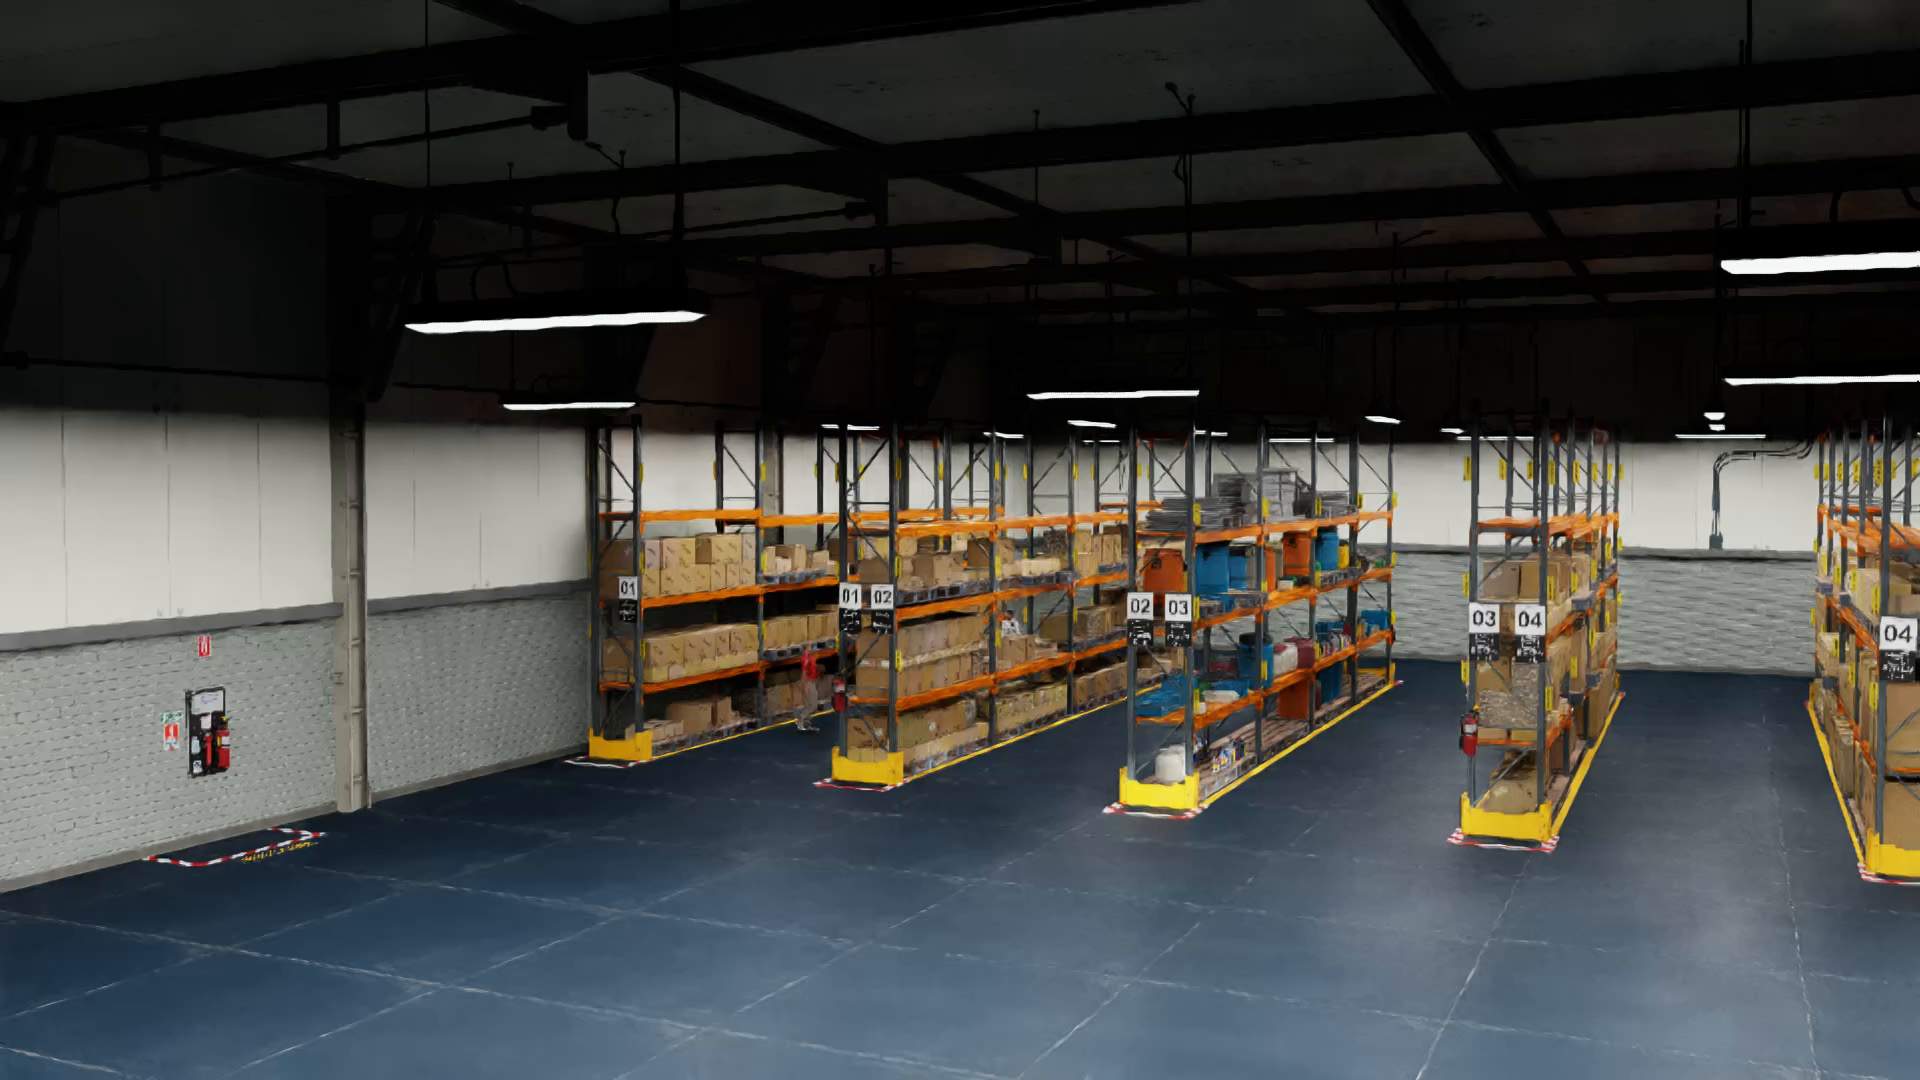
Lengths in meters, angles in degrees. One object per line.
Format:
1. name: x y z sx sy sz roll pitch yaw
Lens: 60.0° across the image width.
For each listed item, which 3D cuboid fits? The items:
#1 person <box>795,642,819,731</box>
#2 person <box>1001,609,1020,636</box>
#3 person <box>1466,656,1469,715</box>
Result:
1. person: -2.947 2.822 32.012 0.459 1.725 0.578 0 2 -1
2. person: 1.241 2.490 41.333 0.495 1.587 1.086 1 3 27
3. person: 10.117 2.800 32.377 0.550 1.709 1.128 1 3 23
